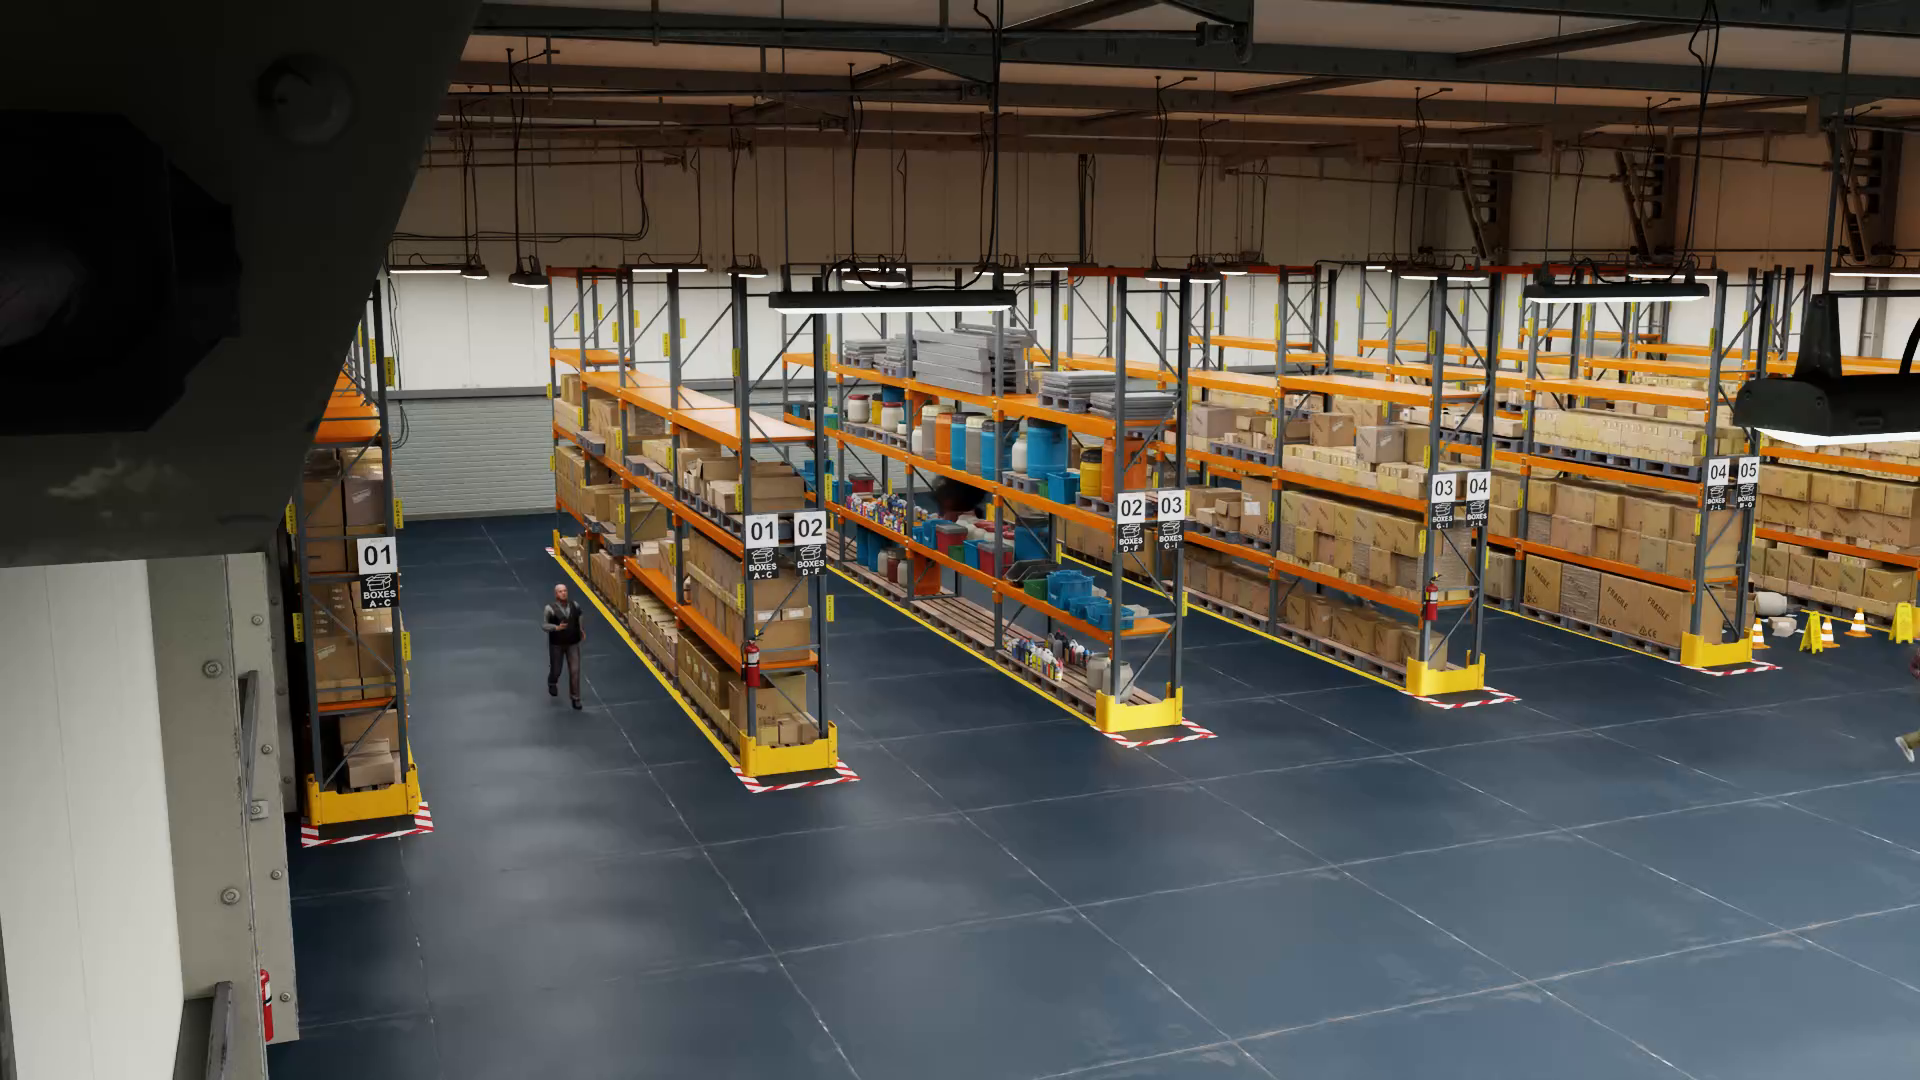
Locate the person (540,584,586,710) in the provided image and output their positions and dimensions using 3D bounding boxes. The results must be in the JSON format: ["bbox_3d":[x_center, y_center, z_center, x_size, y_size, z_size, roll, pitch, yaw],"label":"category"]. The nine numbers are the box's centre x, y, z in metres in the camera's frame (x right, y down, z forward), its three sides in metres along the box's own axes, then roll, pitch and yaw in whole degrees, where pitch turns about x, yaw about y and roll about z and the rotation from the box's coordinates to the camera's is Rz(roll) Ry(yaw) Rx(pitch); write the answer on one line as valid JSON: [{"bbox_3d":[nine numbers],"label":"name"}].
[{"bbox_3d":[-5.528,1.458,23.238,0.661,1.700,0.963,-5,11,-28],"label":"person"}]

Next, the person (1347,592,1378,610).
[{"bbox_3d":[7.166,0.305,29.646,0.702,1.752,0.990,-6,11,-29],"label":"person"}]

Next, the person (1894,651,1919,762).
[{"bbox_3d":[11.900,1.962,20.330,0.865,1.745,0.725,1,10,6],"label":"person"}]
